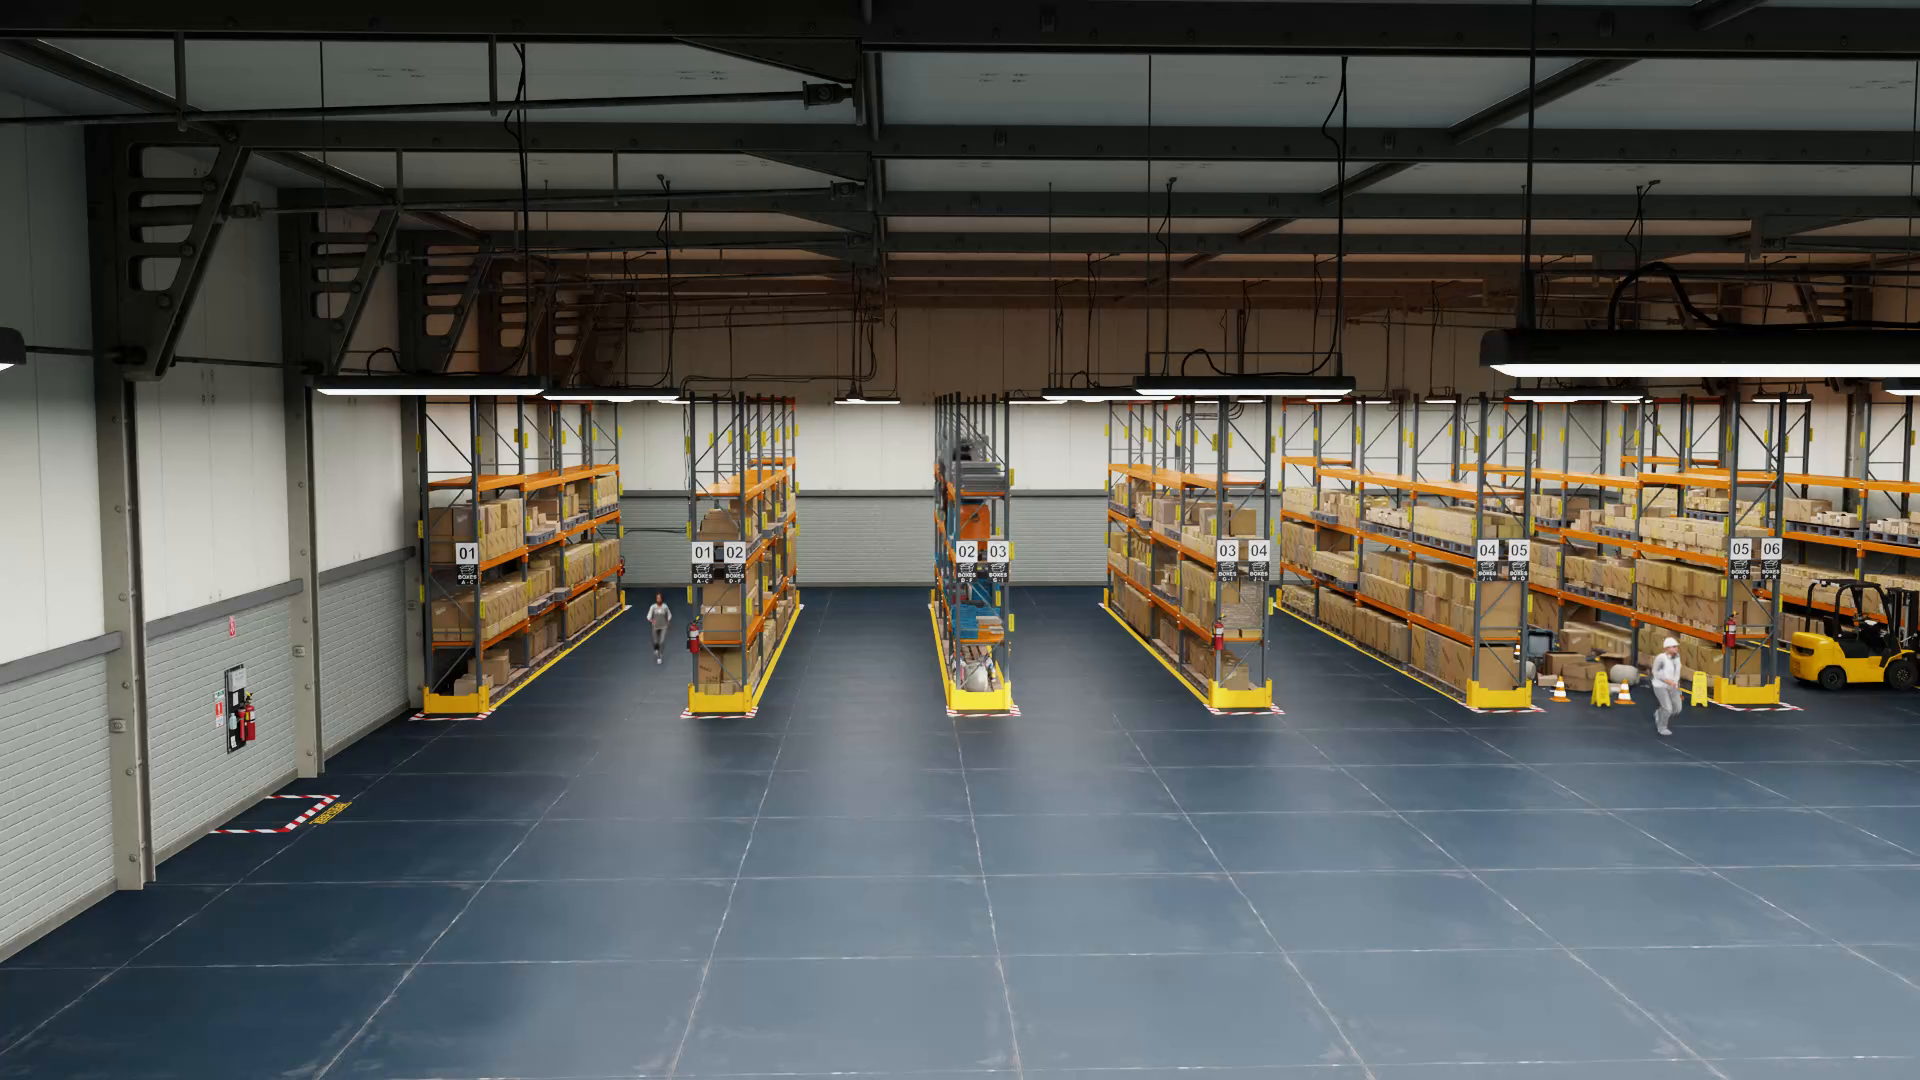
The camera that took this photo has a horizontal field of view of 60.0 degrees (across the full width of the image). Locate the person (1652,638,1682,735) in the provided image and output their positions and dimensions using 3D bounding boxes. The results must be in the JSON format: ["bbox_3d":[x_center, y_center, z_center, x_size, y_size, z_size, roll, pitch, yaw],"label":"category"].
[{"bbox_3d":[12.360,2.521,29.036,0.673,1.655,0.662,-2,5,-21],"label":"person"}]

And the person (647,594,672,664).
[{"bbox_3d":[-6.708,1.970,37.131,0.533,1.554,0.594,-1,5,-11],"label":"person"}]
